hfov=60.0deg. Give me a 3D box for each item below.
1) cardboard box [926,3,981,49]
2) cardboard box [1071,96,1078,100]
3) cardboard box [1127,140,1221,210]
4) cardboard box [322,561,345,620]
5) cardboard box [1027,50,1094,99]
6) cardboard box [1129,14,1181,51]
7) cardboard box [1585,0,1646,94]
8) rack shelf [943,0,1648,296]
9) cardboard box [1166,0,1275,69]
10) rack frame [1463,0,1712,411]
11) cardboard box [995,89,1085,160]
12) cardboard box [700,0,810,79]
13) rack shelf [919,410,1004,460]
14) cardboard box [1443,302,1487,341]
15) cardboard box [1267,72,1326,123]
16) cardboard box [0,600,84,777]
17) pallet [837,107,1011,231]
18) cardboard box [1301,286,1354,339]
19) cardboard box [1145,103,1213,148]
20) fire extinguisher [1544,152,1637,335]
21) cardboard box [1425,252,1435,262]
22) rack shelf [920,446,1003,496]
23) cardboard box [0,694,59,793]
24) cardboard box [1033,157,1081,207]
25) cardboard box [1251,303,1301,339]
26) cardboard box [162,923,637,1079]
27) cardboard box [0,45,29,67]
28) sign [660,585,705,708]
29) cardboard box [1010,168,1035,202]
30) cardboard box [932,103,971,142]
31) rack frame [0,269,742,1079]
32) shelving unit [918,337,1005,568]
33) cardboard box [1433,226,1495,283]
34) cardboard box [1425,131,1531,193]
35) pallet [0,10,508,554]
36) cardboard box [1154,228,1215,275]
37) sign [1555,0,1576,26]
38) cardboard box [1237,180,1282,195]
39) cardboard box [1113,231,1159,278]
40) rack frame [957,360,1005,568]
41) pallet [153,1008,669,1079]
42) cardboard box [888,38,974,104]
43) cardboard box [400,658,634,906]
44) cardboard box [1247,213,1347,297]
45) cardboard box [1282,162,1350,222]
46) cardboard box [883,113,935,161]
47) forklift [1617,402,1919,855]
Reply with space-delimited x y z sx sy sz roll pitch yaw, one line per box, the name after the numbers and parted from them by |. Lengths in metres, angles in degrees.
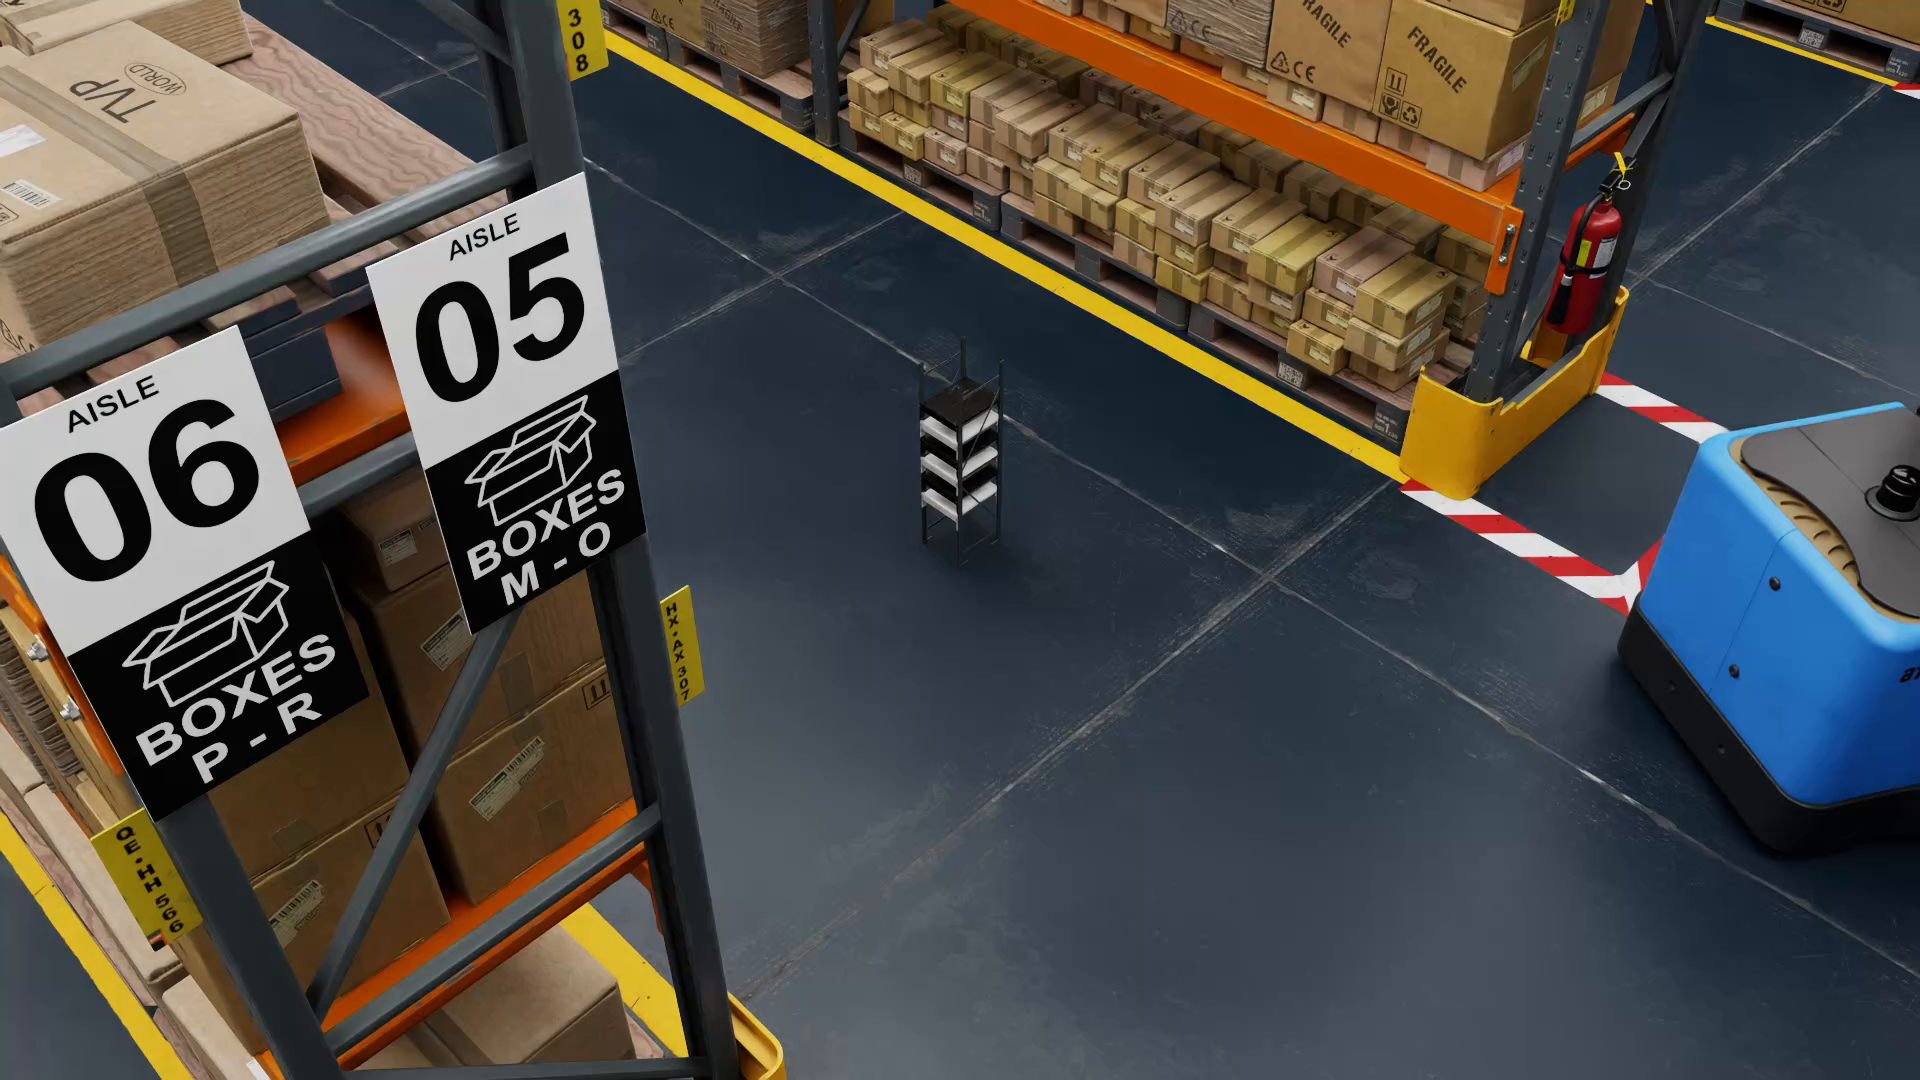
0.040 -2.774 8.895 0.380 0.149 0.250 -33 52 -30 | cardboard box
0.561 -2.300 8.601 0.380 0.149 0.250 -34 52 -31 | cardboard box
0.992 -1.680 7.711 0.250 0.149 0.380 32 52 30 | cardboard box
-1.399 0.130 3.111 0.380 0.149 0.250 -33 52 -31 | cardboard box
0.558 -2.392 8.481 0.380 0.149 0.250 -32 52 -30 | cardboard box
0.953 -2.282 7.195 0.380 0.149 0.250 -33 52 -31 | cardboard box
2.308 -2.067 6.483 0.500 0.500 0.500 -32 51 -30 | cardboard box
1.017 -2.269 7.526 1.077 0.370 4.000 -34 53 -31 | rack shelf
1.205 -2.300 6.736 0.500 0.500 0.500 -34 52 -31 | cardboard box
2.429 -1.573 6.242 1.000 3.000 0.127 -34 53 -31 | rack frame
0.389 -2.021 8.080 0.380 0.149 0.250 -33 52 -30 | cardboard box
-1.096 -2.966 9.282 0.500 0.500 0.500 33 52 31 | cardboard box
0.006 -0.434 6.341 0.258 0.077 0.200 -34 53 -31 | rack shelf
2.286 -1.085 7.505 0.380 0.149 0.250 -33 52 -31 | cardboard box
1.466 -1.864 6.742 0.380 0.149 0.250 -33 52 -30 | cardboard box
-1.903 0.090 3.632 0.500 0.500 0.500 -34 52 -31 | cardboard box
0.104 -2.165 8.937 1.003 0.211 1.213 -34 53 -31 | pallet
1.708 -1.057 7.256 0.250 0.149 0.380 33 52 31 | cardboard box
1.111 -2.011 8.069 0.380 0.149 0.250 -34 52 -31 | cardboard box
2.281 -1.065 6.024 0.296 0.674 0.183 -34 53 -31 | fire extinguisher
2.088 -1.322 7.543 0.250 0.149 0.380 34 52 31 | cardboard box
0.006 -0.302 6.463 0.258 0.077 0.200 -34 53 -31 | rack shelf
-2.246 0.216 4.232 0.500 0.500 0.500 -33 52 -30 | cardboard box
0.573 -1.779 8.037 0.250 0.149 0.380 34 52 31 | cardboard box
1.531 -1.076 7.495 0.250 0.149 0.380 34 52 31 | cardboard box
-1.541 1.366 4.640 0.875 0.438 0.875 32 52 30 | cardboard box
-1.738 -0.688 2.876 0.250 0.149 0.380 30 51 29 | cardboard box
-0.607 0.238 3.586 0.100 0.325 0.005 -34 53 -31 | sign
0.464 -1.840 8.322 0.250 0.149 0.380 32 51 30 | cardboard box
0.074 -2.205 8.498 0.250 0.149 0.380 34 52 31 | cardboard box
-1.004 0.848 3.622 1.000 3.000 0.127 -34 53 -31 | rack frame
0.006 -0.327 6.440 0.258 0.900 0.210 -34 53 -31 | shelving unit
2.300 -1.313 7.313 0.250 0.149 0.380 32 51 30 | cardboard box
1.999 -1.502 6.350 0.380 0.149 0.250 -34 53 -31 | cardboard box
-1.535 -0.572 3.014 1.003 0.211 1.213 -34 53 -31 | pallet
1.112 -1.397 7.624 0.380 0.149 0.250 -33 52 -31 | cardboard box
2.022 -1.858 5.464 0.100 0.325 0.005 -34 53 -31 | sign
1.493 -1.655 7.903 0.250 0.149 0.380 32 51 30 | cardboard box
0.944 -1.422 7.870 0.380 0.149 0.250 -33 52 -31 | cardboard box
0.078 -0.278 6.387 0.240 0.900 0.006 -34 53 -31 | rack frame
-1.624 1.526 4.943 1.003 0.211 1.213 -34 53 -31 | pallet
-0.146 -2.395 8.484 0.380 0.149 0.250 -31 51 -29 | cardboard box
-1.140 0.443 3.986 0.500 0.500 0.500 34 52 31 | cardboard box
1.466 -1.243 7.238 0.250 0.149 0.380 33 52 31 | cardboard box
1.699 -1.650 7.678 0.250 0.149 0.380 32 51 30 | cardboard box
-0.178 -2.145 8.652 0.380 0.149 0.250 -33 52 -30 | cardboard box
4.024 -0.570 5.207 3.031 2.935 1.130 -10 44 -11 | forklift
